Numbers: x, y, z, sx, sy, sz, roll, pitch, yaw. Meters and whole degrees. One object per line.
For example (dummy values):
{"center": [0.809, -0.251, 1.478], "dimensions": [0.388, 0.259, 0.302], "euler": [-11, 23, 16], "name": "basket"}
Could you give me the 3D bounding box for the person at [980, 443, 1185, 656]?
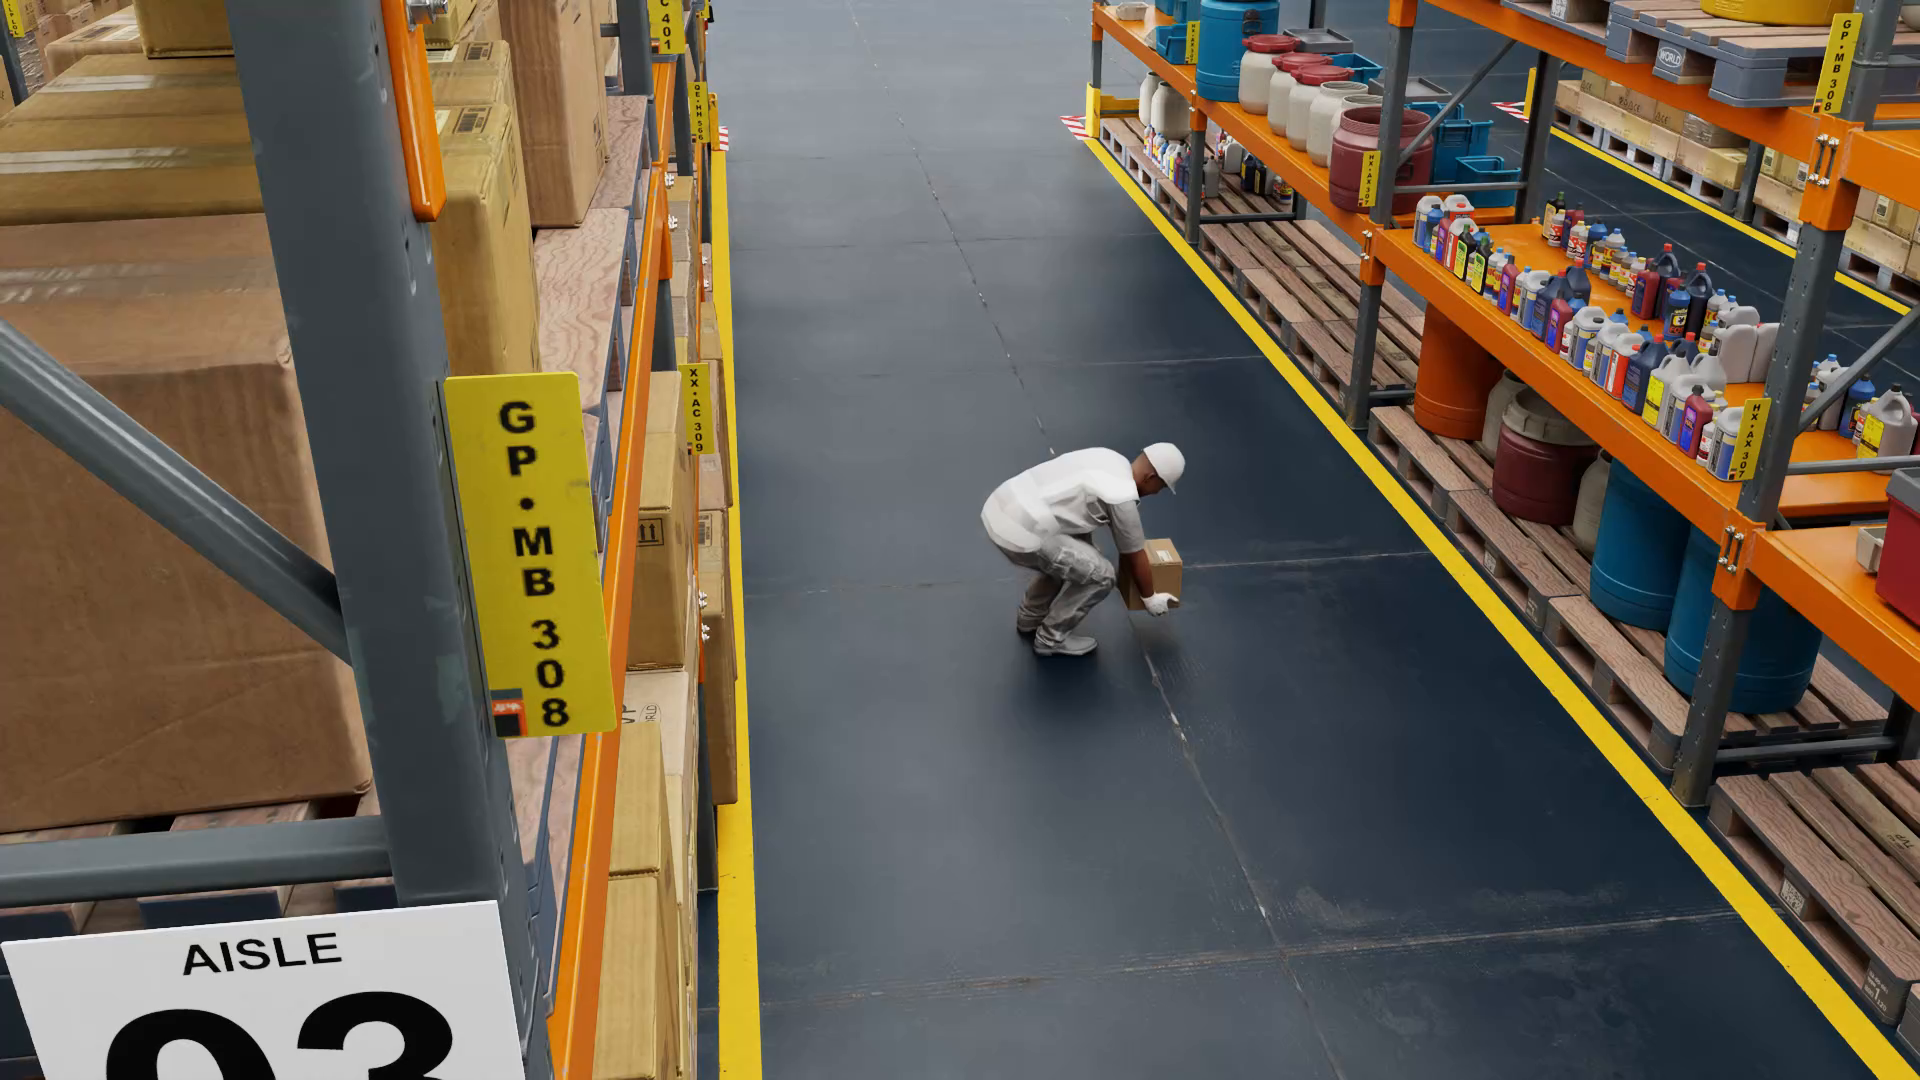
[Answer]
{"center": [0.582, 0.026, 7.920], "dimensions": [0.960, 0.993, 0.540], "euler": [-5, 27, -9], "name": "person"}
